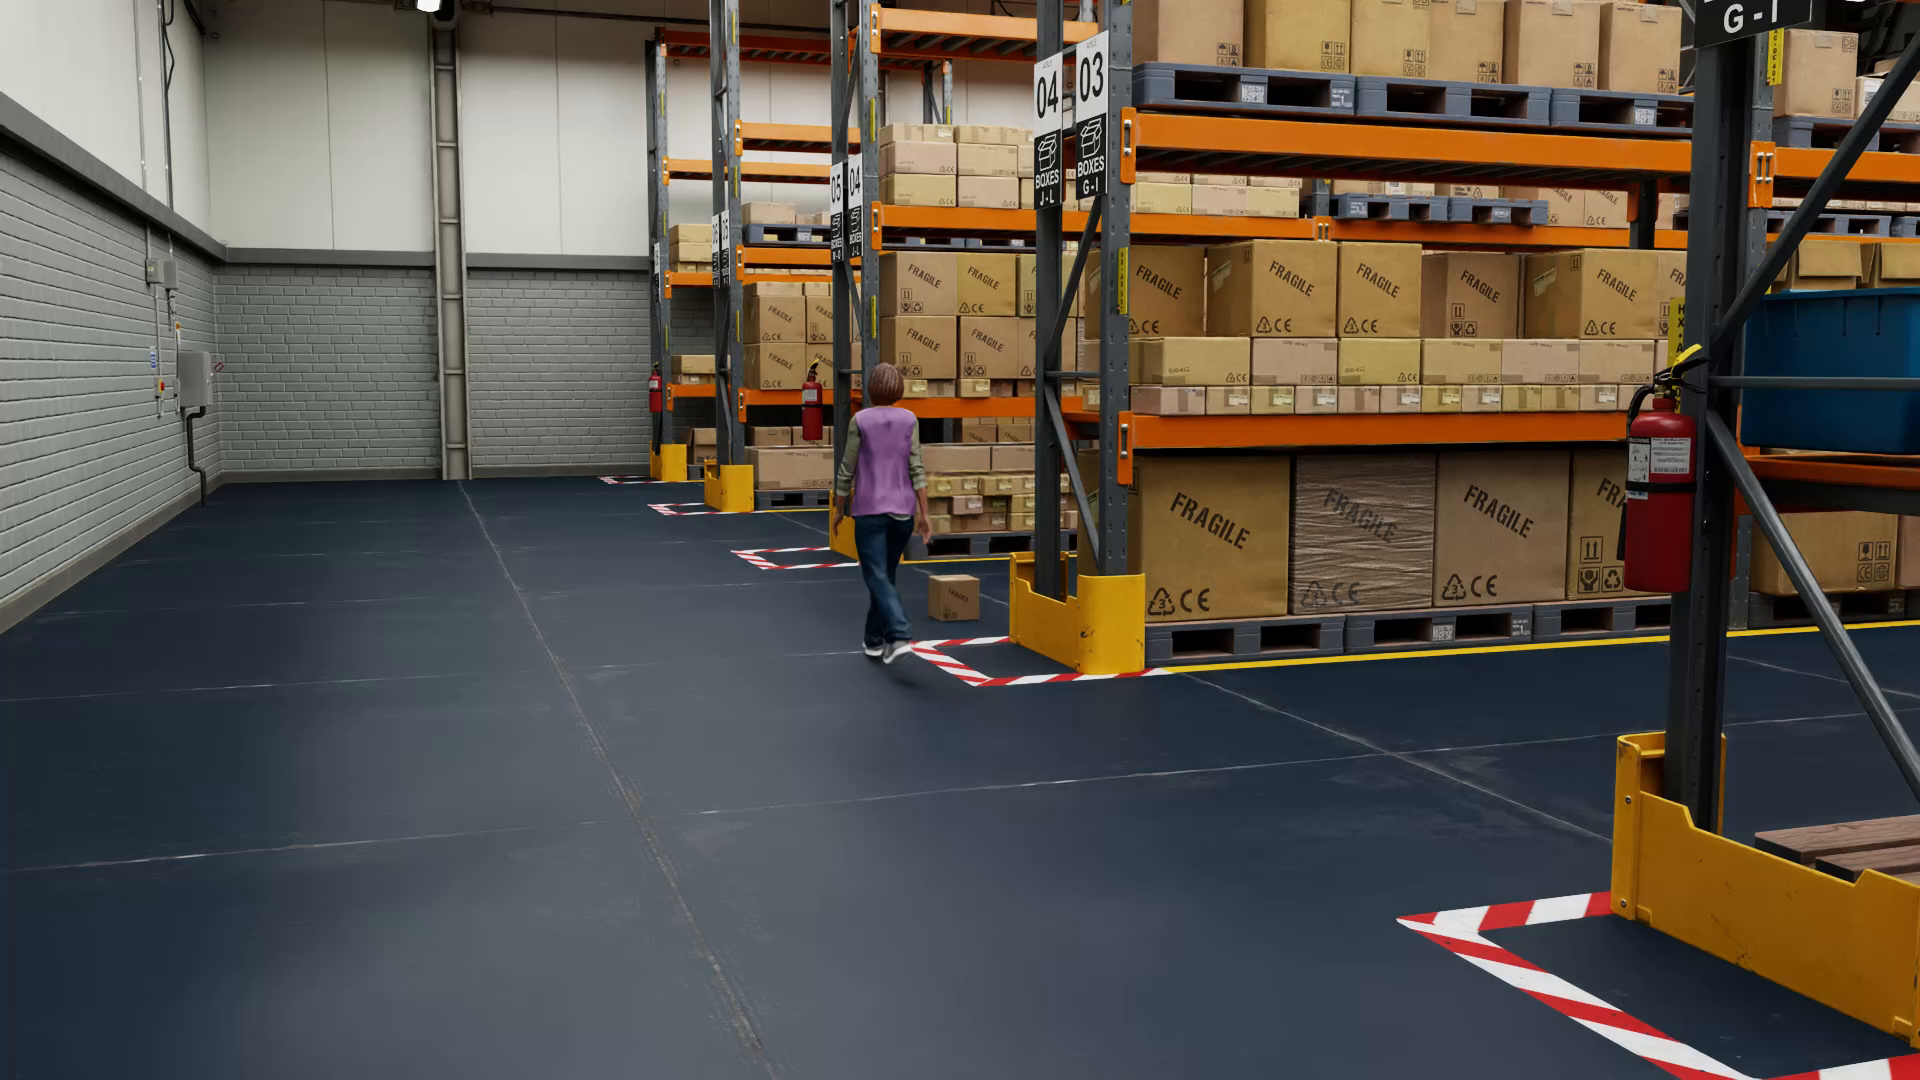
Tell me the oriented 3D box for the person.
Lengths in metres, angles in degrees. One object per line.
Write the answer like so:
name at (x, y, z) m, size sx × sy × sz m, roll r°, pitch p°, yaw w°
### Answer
person at (-0.396, -0.133, 8.531) m, size 0.442 × 1.547 × 0.955 m, roll -2°, pitch 6°, yaw -22°
